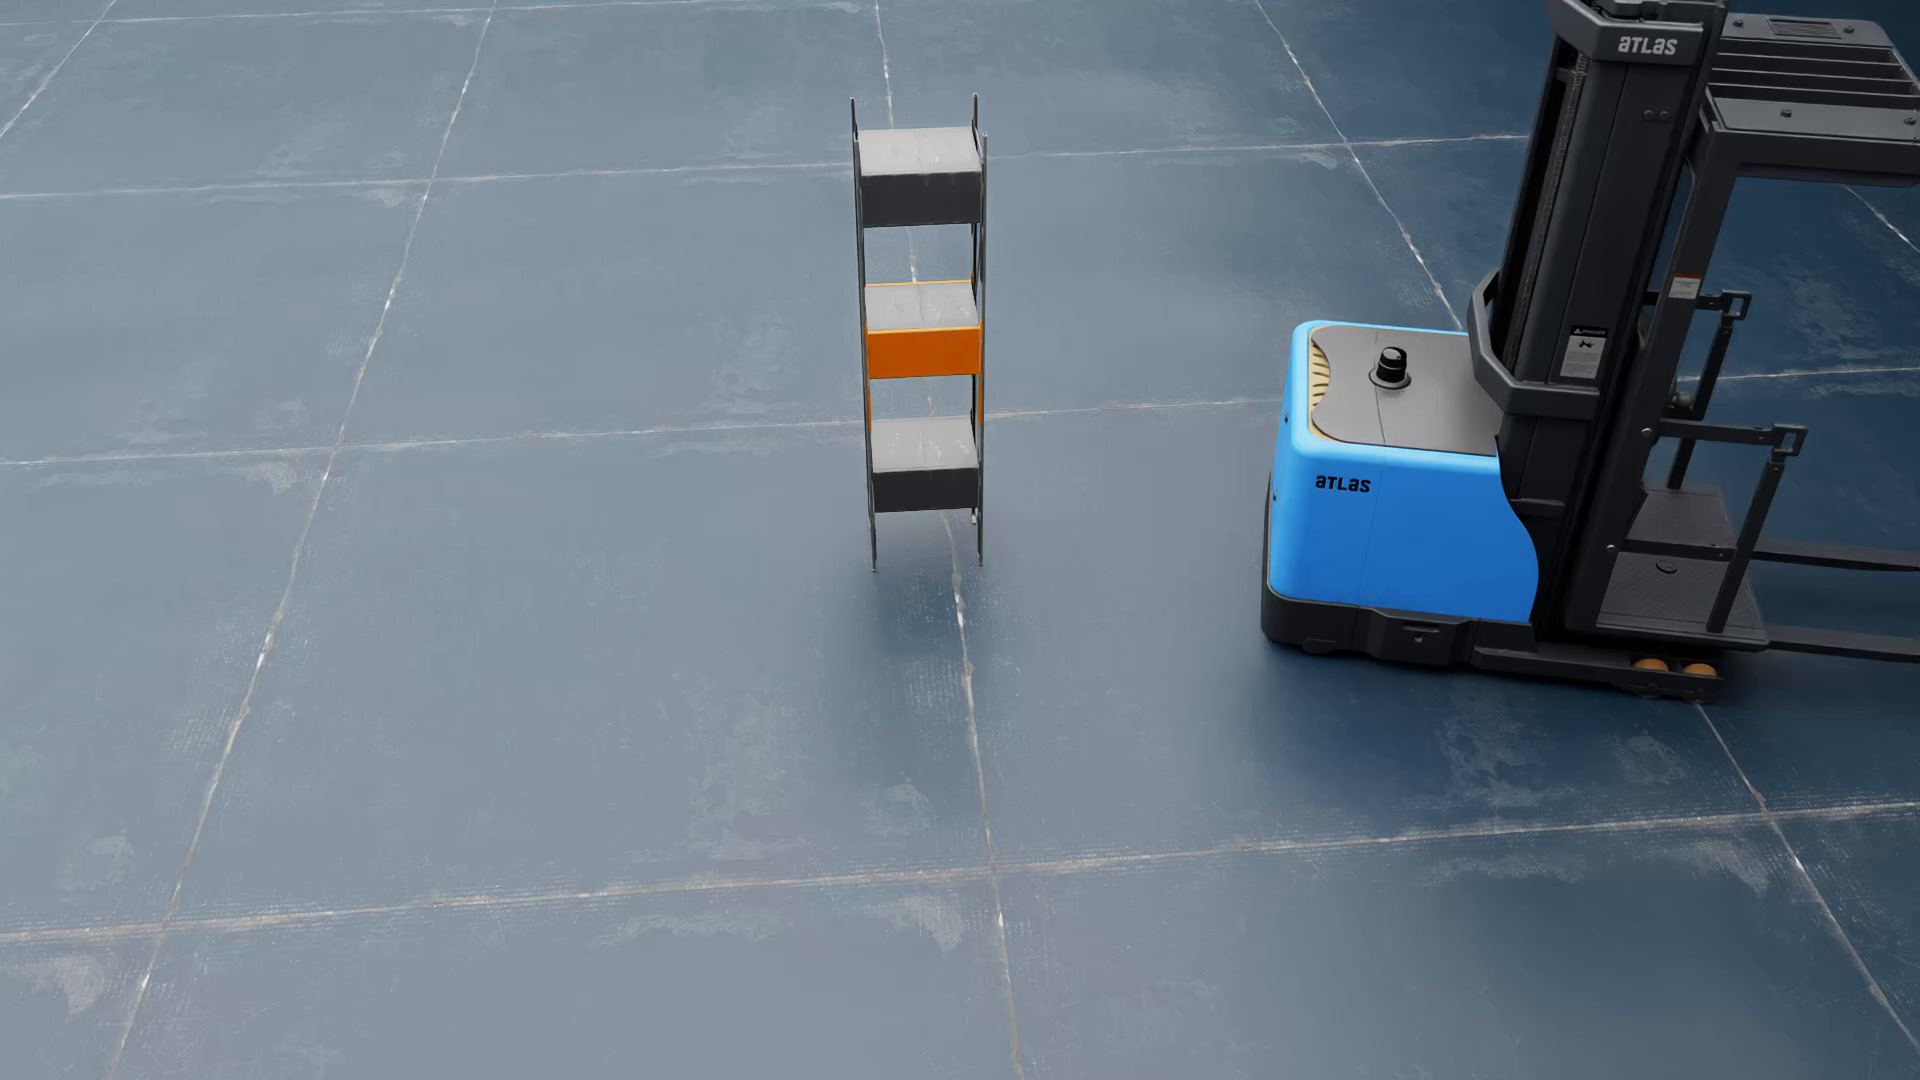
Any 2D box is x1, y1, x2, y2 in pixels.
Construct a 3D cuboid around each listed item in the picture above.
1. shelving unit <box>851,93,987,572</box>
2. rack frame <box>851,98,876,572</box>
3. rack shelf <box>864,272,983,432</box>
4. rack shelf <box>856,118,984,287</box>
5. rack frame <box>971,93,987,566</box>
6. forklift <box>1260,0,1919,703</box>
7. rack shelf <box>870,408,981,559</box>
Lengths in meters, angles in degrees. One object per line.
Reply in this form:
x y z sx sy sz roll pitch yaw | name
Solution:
-0.165 -0.815 7.088 0.503 2.100 0.431 -3 38 -4 | shelving unit
-0.408 -0.802 7.071 0.015 2.100 0.400 -3 38 -4 | rack frame
-0.165 -0.805 7.097 0.480 0.518 0.431 -3 38 -4 | rack shelf
-0.165 -1.354 6.663 0.480 0.518 0.431 -3 38 -4 | rack shelf
0.078 -0.829 7.105 0.015 2.100 0.400 -3 38 -4 | rack frame
2.859 -0.831 6.437 3.031 2.935 1.130 6 39 7 | forklift
-0.165 -0.255 7.530 0.480 0.518 0.431 -3 38 -4 | rack shelf
